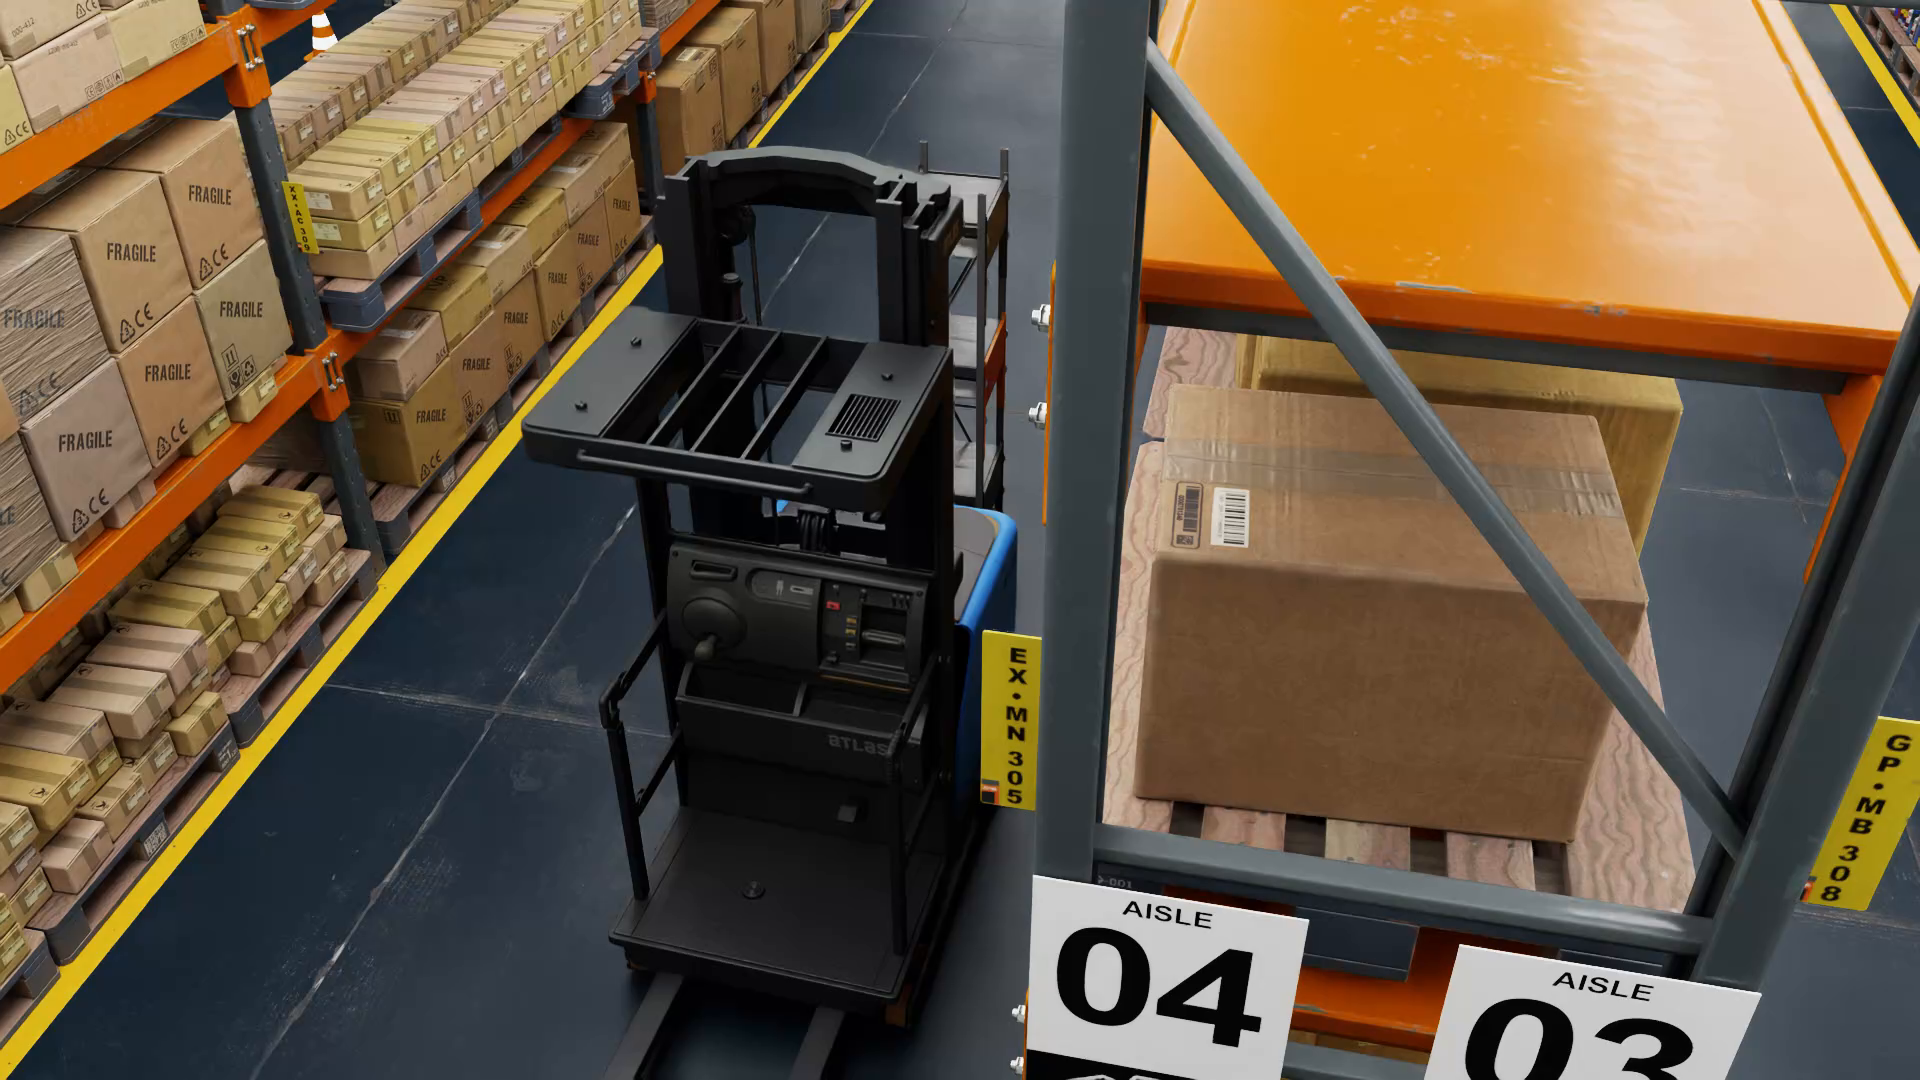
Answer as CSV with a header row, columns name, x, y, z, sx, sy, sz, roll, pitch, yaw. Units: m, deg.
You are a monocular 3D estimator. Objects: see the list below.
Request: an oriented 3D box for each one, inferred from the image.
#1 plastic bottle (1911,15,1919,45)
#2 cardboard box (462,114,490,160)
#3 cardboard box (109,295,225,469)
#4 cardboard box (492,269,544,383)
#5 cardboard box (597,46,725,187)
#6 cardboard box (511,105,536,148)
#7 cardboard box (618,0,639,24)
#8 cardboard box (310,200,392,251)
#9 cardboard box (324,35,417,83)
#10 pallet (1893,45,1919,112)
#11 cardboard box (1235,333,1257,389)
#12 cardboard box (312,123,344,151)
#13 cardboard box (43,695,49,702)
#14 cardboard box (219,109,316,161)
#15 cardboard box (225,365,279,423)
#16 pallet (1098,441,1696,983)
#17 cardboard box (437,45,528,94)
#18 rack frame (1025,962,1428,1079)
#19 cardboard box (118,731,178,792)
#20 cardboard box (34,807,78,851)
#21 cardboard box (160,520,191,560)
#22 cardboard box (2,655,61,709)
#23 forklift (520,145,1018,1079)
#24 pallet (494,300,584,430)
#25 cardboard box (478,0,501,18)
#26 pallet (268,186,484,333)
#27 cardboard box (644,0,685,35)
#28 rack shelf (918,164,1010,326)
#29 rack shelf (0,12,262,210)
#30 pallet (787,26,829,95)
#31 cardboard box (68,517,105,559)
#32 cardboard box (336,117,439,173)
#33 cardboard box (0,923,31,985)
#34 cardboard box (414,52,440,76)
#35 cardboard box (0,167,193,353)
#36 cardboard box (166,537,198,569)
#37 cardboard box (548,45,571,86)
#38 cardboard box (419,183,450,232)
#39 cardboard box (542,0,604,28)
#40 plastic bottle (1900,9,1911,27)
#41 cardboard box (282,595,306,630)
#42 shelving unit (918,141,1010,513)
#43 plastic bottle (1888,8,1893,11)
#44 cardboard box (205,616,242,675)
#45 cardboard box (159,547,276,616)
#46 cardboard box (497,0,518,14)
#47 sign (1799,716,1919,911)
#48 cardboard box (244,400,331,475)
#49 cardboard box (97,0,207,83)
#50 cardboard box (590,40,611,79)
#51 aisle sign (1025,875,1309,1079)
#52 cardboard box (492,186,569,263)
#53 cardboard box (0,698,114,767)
name,x,y,z,sx,sy,sz,roll,pitch,yaw
plastic bottle,8.013,-4.249,13.772,0.152,0.276,0.135,8,37,11
cardboard box,-2.611,-2.052,8.398,0.380,0.149,0.250,9,37,12
cardboard box,-3.302,-0.645,6.515,0.500,0.500,0.500,6,36,9
cardboard box,-2.736,-1.248,9.458,0.500,0.500,0.500,8,37,11
cardboard box,-2.290,-2.984,11.641,1.050,0.750,0.750,7,36,9
cardboard box,-2.499,-2.224,8.889,0.380,0.149,0.250,6,36,8
cardboard box,-2.169,-3.236,10.031,0.380,0.149,0.250,8,37,11
cardboard box,-2.829,-1.451,7.569,0.380,0.149,0.250,8,37,11
cardboard box,-3.132,-2.560,8.845,0.380,0.149,0.250,7,36,9
pallet,8.193,-3.631,13.350,1.003,0.211,1.213,7,37,10
cardboard box,0.967,-0.502,3.572,0.700,0.500,0.500,5,36,7
cardboard box,-3.306,-1.986,8.307,0.380,0.149,0.250,6,36,8
cardboard box,-3.994,0.684,6.839,0.380,0.149,0.250,7,37,10
cardboard box,-3.354,-1.960,8.018,0.380,0.149,0.250,6,36,8
cardboard box,-3.144,-0.638,7.058,0.380,0.149,0.250,6,36,9
pallet,0.755,0.273,3.106,1.003,0.211,1.213,7,37,10
cardboard box,-2.500,-2.468,8.718,0.380,0.149,0.250,8,37,11
rack frame,0.607,1.879,3.372,1.000,3.000,0.127,7,37,10
cardboard box,-3.456,0.892,6.805,0.380,0.149,0.250,8,37,11
cardboard box,-3.633,1.035,6.354,0.380,0.149,0.250,9,37,12
cardboard box,-3.755,-0.029,7.568,0.380,0.149,0.250,9,37,12
cardboard box,-3.906,0.577,6.732,0.380,0.149,0.250,6,36,8
forklift,-0.622,0.333,5.563,1.130,2.935,3.031,9,37,12
pallet,-2.939,-1.113,9.876,1.003,0.211,1.213,7,37,10
cardboard box,-2.908,-3.161,9.675,0.380,0.149,0.250,7,37,10
pallet,-3.057,-1.436,8.109,1.003,0.211,1.213,7,37,10
cardboard box,-2.149,-3.651,10.917,0.500,0.500,0.500,8,37,10
rack shelf,-0.035,-1.311,7.370,0.431,0.518,0.480,7,37,10
rack shelf,-3.790,-0.871,5.223,1.077,0.370,4.000,7,37,10
pallet,-1.745,-4.100,13.997,1.003,0.211,1.213,7,37,10
cardboard box,-3.474,-0.049,6.245,0.380,0.149,0.250,7,36,9
cardboard box,-2.718,-1.879,7.906,0.380,0.149,0.250,8,37,10
cardboard box,-3.609,1.487,5.984,0.380,0.149,0.250,8,37,11
cardboard box,-3.081,-2.586,9.134,0.380,0.149,0.250,7,37,10
cardboard box,-3.304,-1.059,6.235,0.500,0.500,0.500,6,36,8
cardboard box,-3.719,0.094,7.653,0.380,0.149,0.250,8,37,10
cardboard box,-2.387,-2.646,9.217,0.380,0.149,0.250,7,37,10
cardboard box,-2.719,-1.633,8.074,0.380,0.149,0.250,8,37,10
cardboard box,-2.277,-3.064,9.541,0.380,0.149,0.250,8,37,11
plastic bottle,8.077,-4.492,14.113,0.097,0.271,0.097,0,36,0
cardboard box,-3.251,0.296,7.627,0.380,0.149,0.250,8,37,11
shelving unit,-0.035,-0.755,7.773,0.431,2.100,0.503,7,37,10
plastic bottle,8.171,-4.746,14.463,0.097,0.271,0.097,0,36,0
cardboard box,-3.354,0.434,7.183,0.380,0.149,0.250,8,37,10
cardboard box,-3.246,0.181,7.279,0.380,0.149,0.250,7,37,10
cardboard box,-2.864,-3.168,9.938,0.380,0.149,0.250,9,37,12
sign,1.148,0.351,2.111,0.100,0.325,0.005,7,37,10
cardboard box,-3.451,-0.708,8.713,0.500,0.500,0.500,7,36,9
cardboard box,-3.204,-1.933,6.202,0.500,0.250,0.500,8,37,11
cardboard box,-2.274,-2.826,9.719,0.380,0.149,0.250,8,37,11
aisle sign,0.298,0.830,2.604,0.394,0.787,0.004,7,37,10
cardboard box,-2.619,-1.844,9.641,0.500,0.250,0.500,8,37,11
cardboard box,-3.551,0.772,6.464,0.380,0.149,0.250,7,37,10
